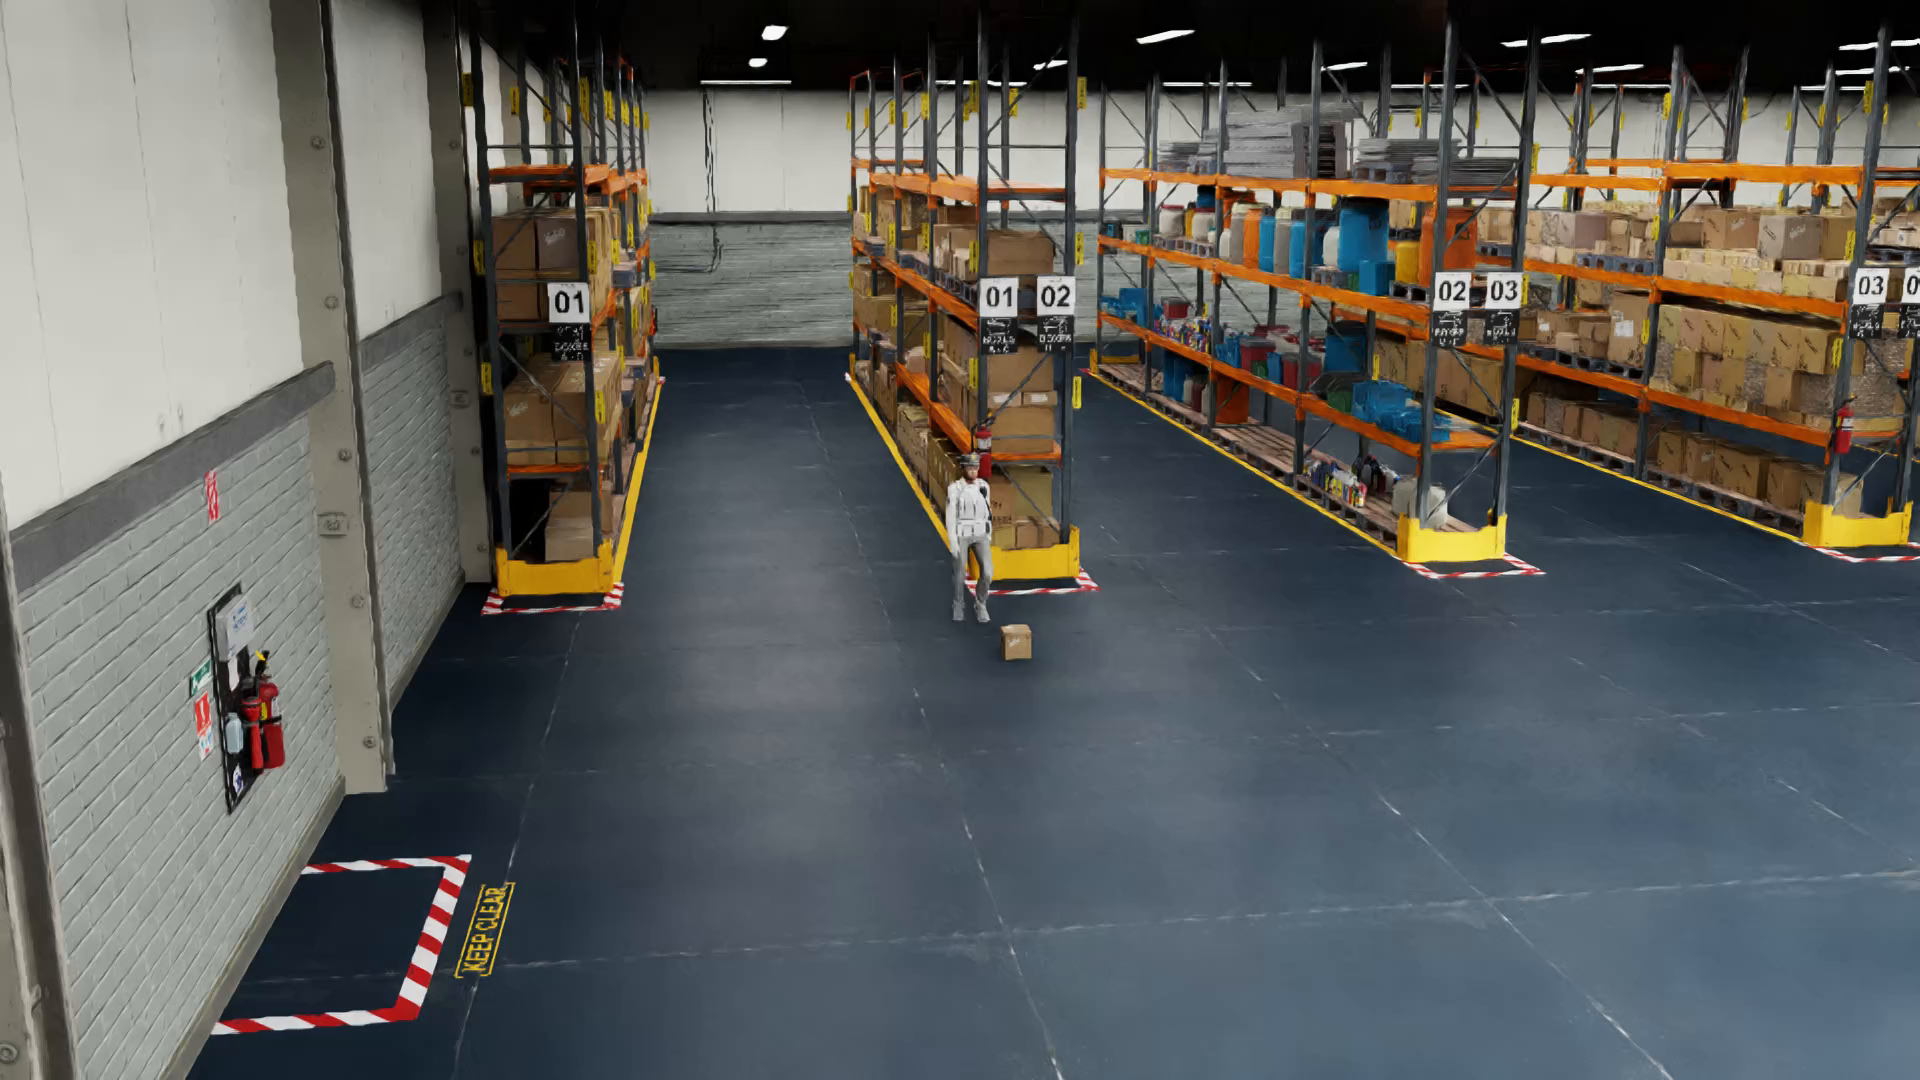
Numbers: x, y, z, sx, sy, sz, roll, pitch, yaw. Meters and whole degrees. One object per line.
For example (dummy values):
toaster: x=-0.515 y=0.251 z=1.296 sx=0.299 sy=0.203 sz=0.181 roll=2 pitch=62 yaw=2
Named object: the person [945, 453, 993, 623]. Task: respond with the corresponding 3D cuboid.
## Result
person: x=0.094 y=-0.034 z=16.021 sx=0.509 sy=1.672 sz=0.495 roll=-4 pitch=14 yaw=-17
